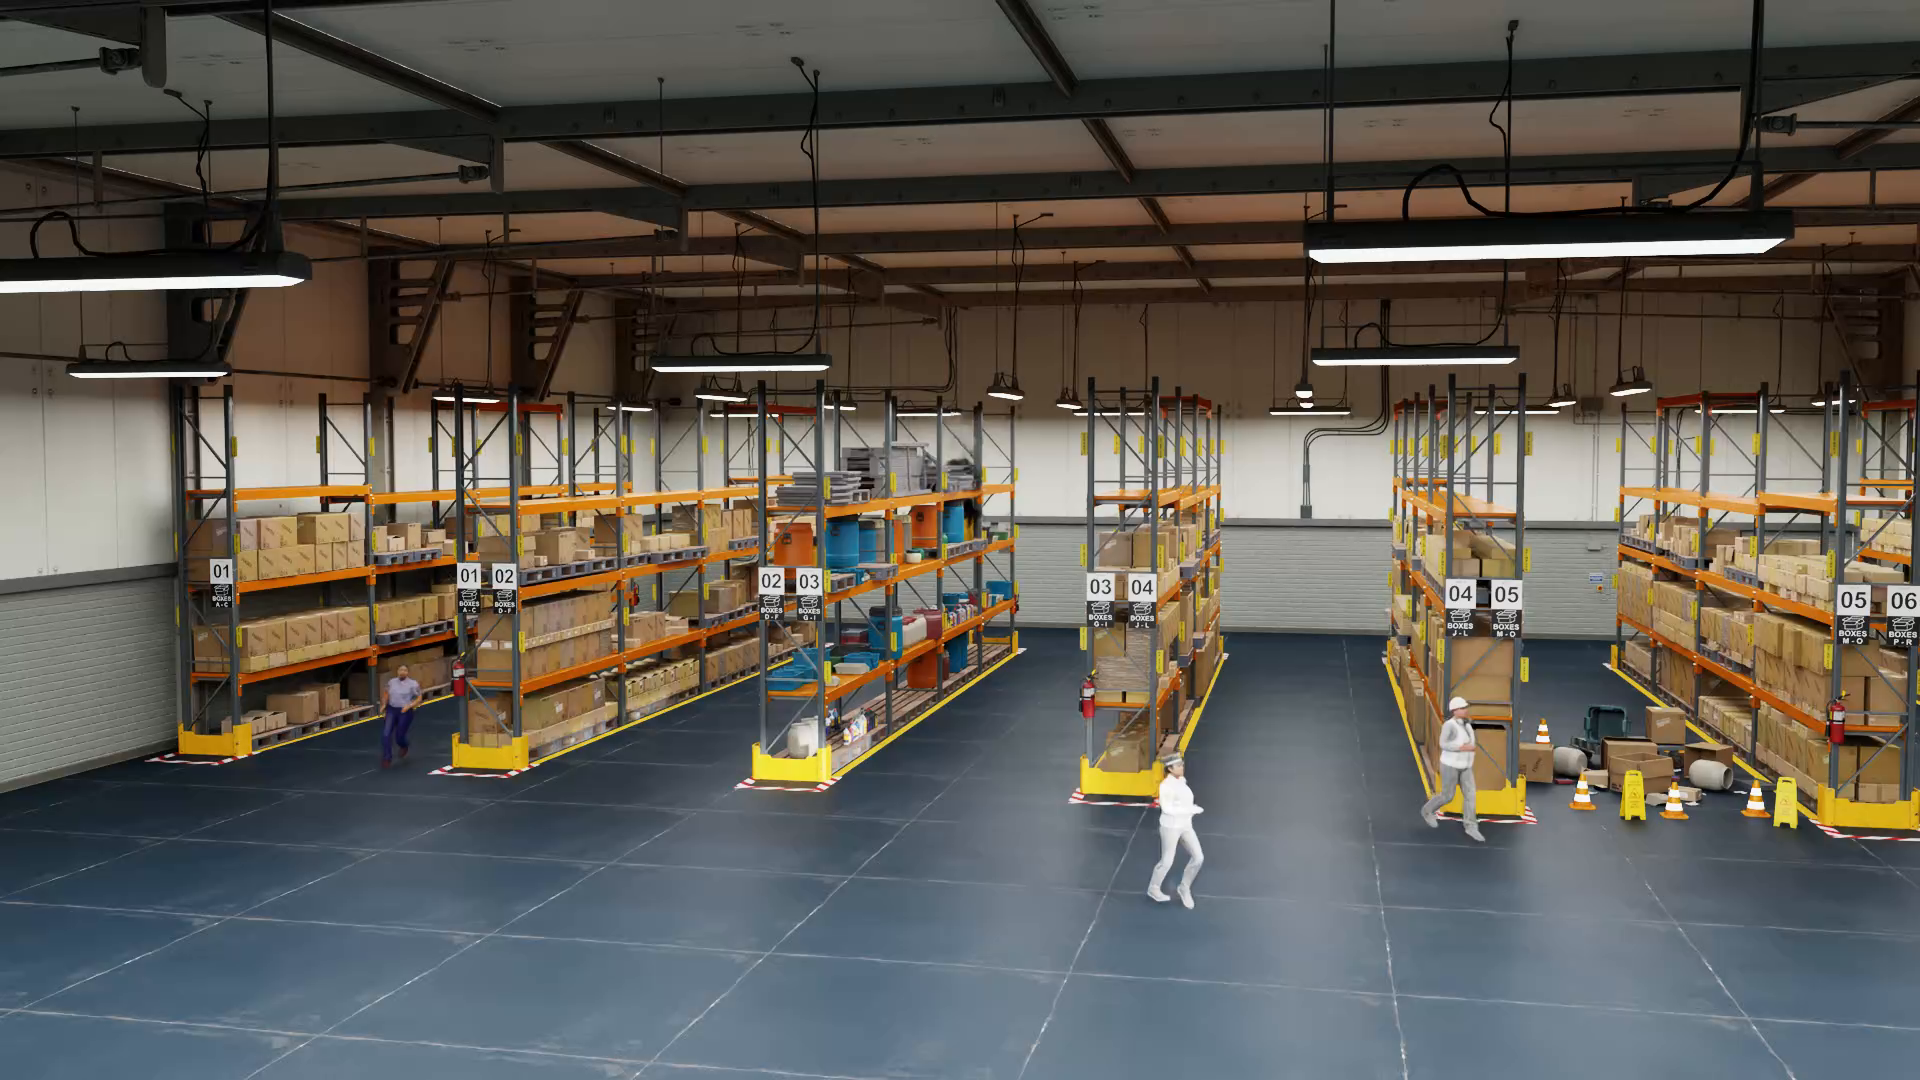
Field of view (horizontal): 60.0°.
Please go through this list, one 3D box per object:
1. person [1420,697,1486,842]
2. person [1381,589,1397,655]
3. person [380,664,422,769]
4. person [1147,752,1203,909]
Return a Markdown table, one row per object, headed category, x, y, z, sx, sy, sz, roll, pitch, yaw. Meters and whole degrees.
| category | x | y | z | sx | sy | sz | roll | pitch | yaw |
| --- | --- | --- | --- | --- | --- | --- | --- | --- | --- |
| person | 6.381 | 2.913 | 21.375 | 0.666 | 1.800 | 0.935 | -2 | 4 | -34 |
| person | 10.431 | 1.924 | 39.757 | 0.687 | 1.710 | 0.937 | 1 | 3 | 19 |
| person | -8.806 | 2.755 | 26.215 | 0.644 | 1.606 | 0.743 | 0 | 3 | 1 |
| person | 2.358 | 3.148 | 18.051 | 0.579 | 1.725 | 0.703 | -3 | 4 | -44 |
